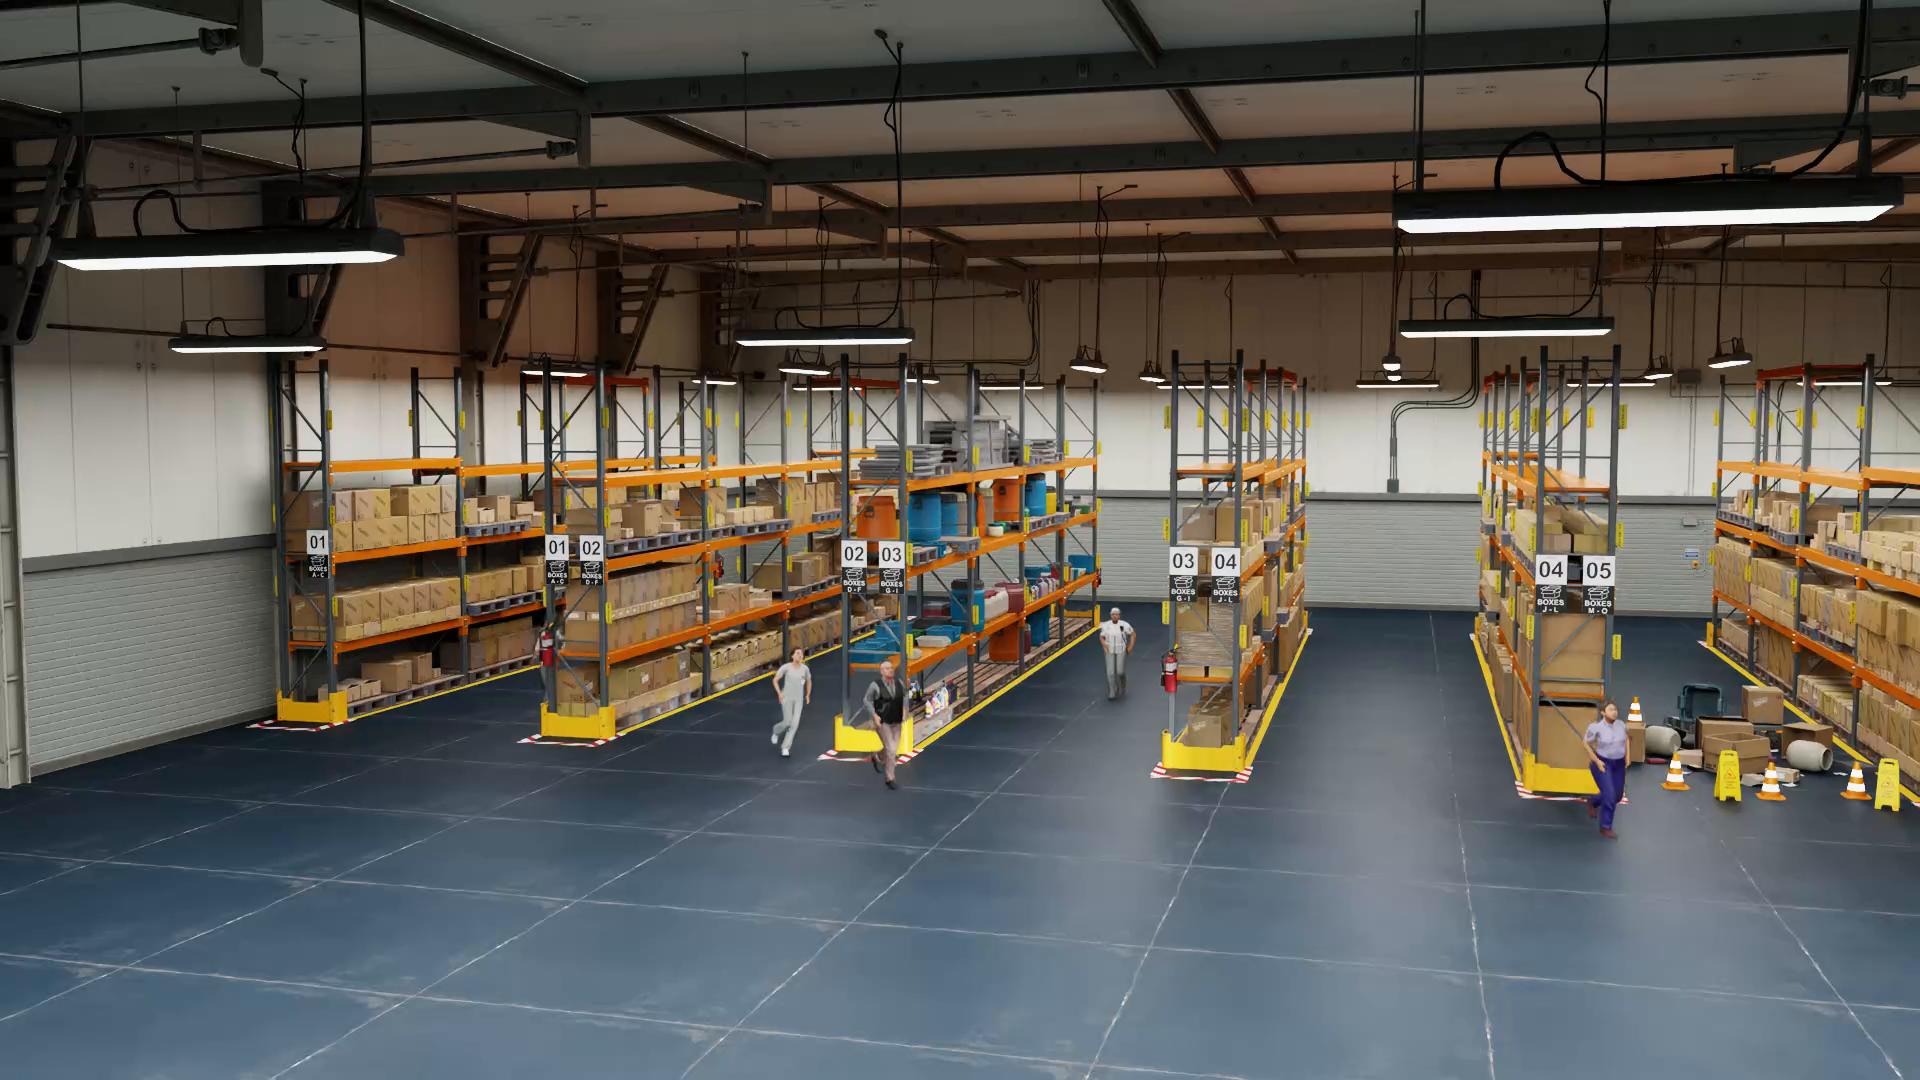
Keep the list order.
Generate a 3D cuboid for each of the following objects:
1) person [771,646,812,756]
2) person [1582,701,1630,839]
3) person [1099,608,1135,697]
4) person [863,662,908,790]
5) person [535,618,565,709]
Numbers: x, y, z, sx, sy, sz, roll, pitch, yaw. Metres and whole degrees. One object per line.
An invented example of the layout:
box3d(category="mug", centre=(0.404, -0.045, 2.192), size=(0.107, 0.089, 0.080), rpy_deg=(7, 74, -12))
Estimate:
box3d(category="person", centre=(-2.495, 2.407, 25.029), size=(0.603, 1.583, 0.639), rpy_deg=(-2, 5, -25))
box3d(category="person", centre=(7.821, 2.759, 20.190), size=(0.613, 1.642, 0.651), rpy_deg=(-1, 4, -15))
box3d(category="person", centre=(2.825, 2.035, 30.006), size=(0.639, 1.626, 0.560), rpy_deg=(1, 4, 12))
box3d(category="person", centre=(-1.024, 2.516, 22.835), size=(0.658, 1.737, 0.770), rpy_deg=(-3, 5, -32))
box3d(category="person", centre=(-7.150, 2.136, 29.052), size=(0.547, 1.584, 0.759), rpy_deg=(1, 4, 10))
